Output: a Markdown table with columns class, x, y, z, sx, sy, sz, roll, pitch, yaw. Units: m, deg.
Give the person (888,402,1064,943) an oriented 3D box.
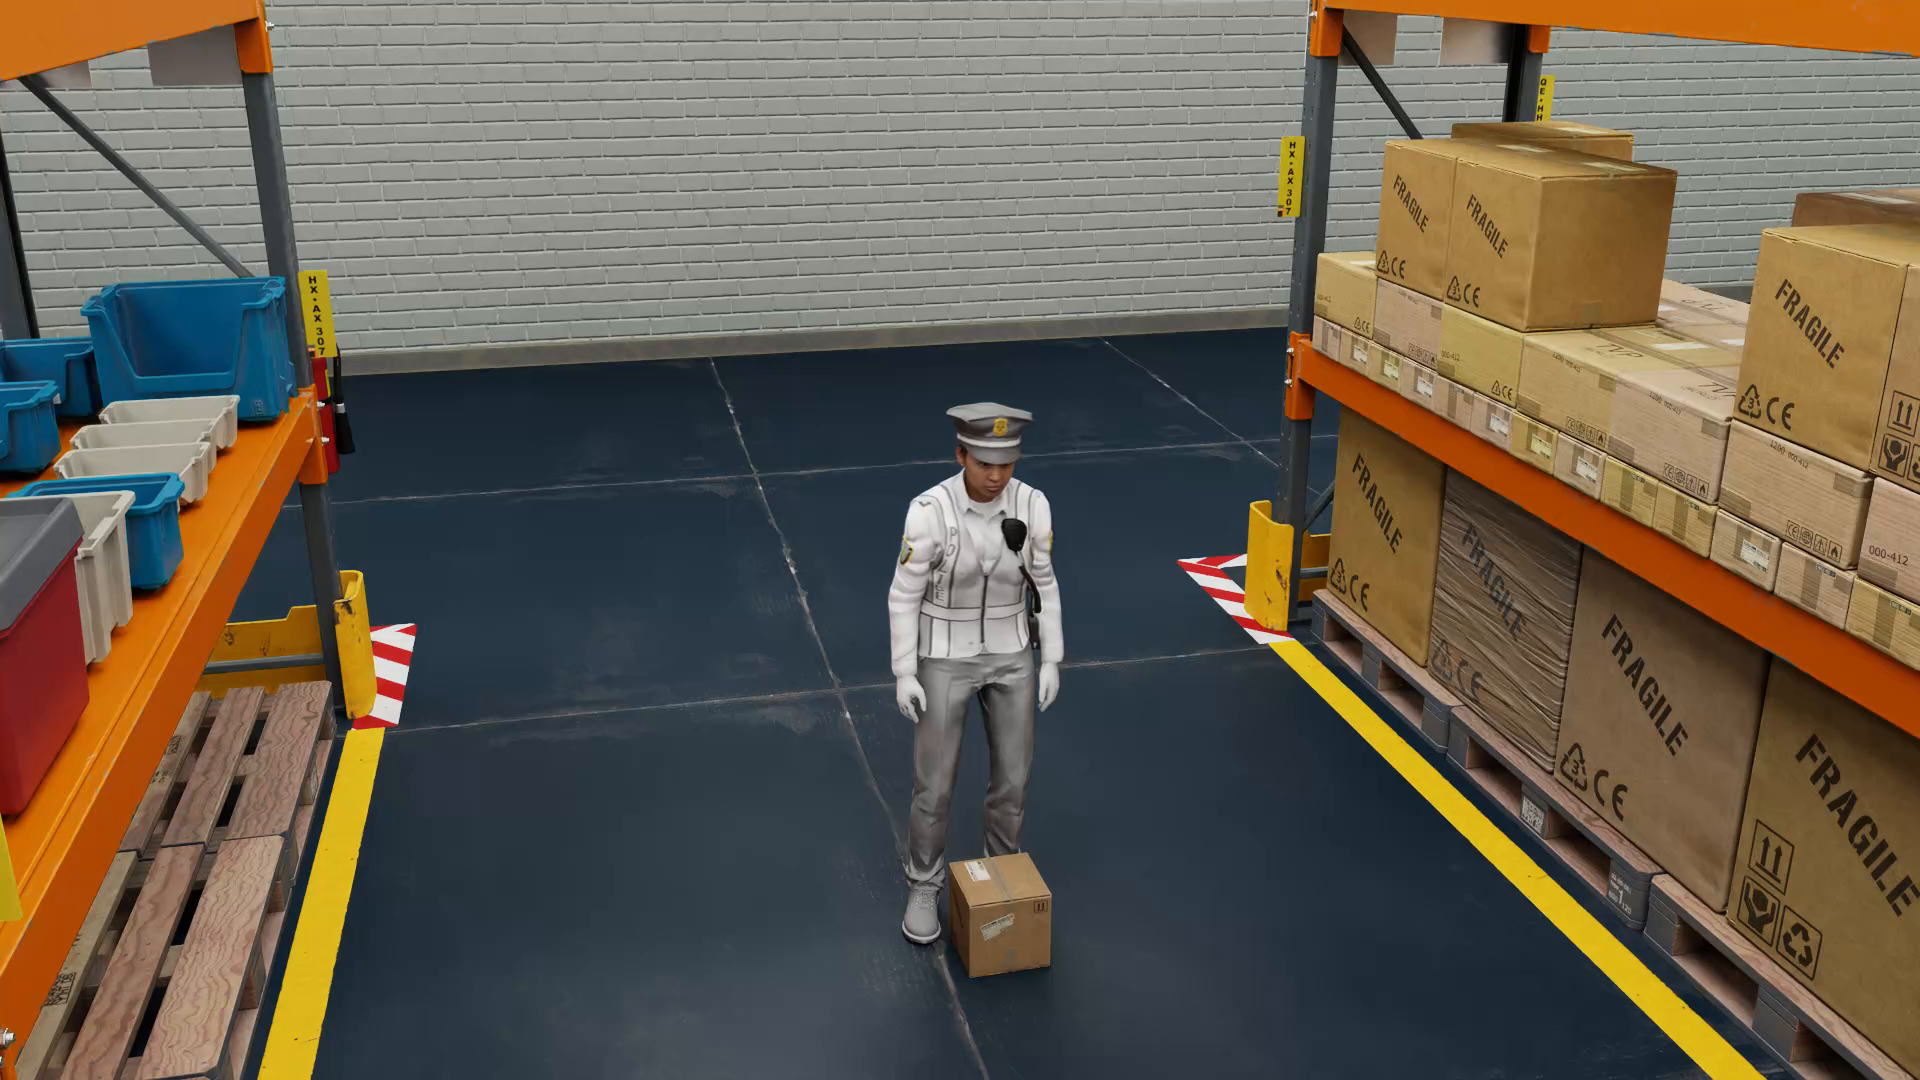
| class | x | y | z | sx | sy | sz | roll | pitch | yaw |
| --- | --- | --- | --- | --- | --- | --- | --- | --- | --- |
| person | 0.053 | 0.386 | 4.990 | 0.528 | 1.664 | 0.371 | -4 | 20 | -12 |
